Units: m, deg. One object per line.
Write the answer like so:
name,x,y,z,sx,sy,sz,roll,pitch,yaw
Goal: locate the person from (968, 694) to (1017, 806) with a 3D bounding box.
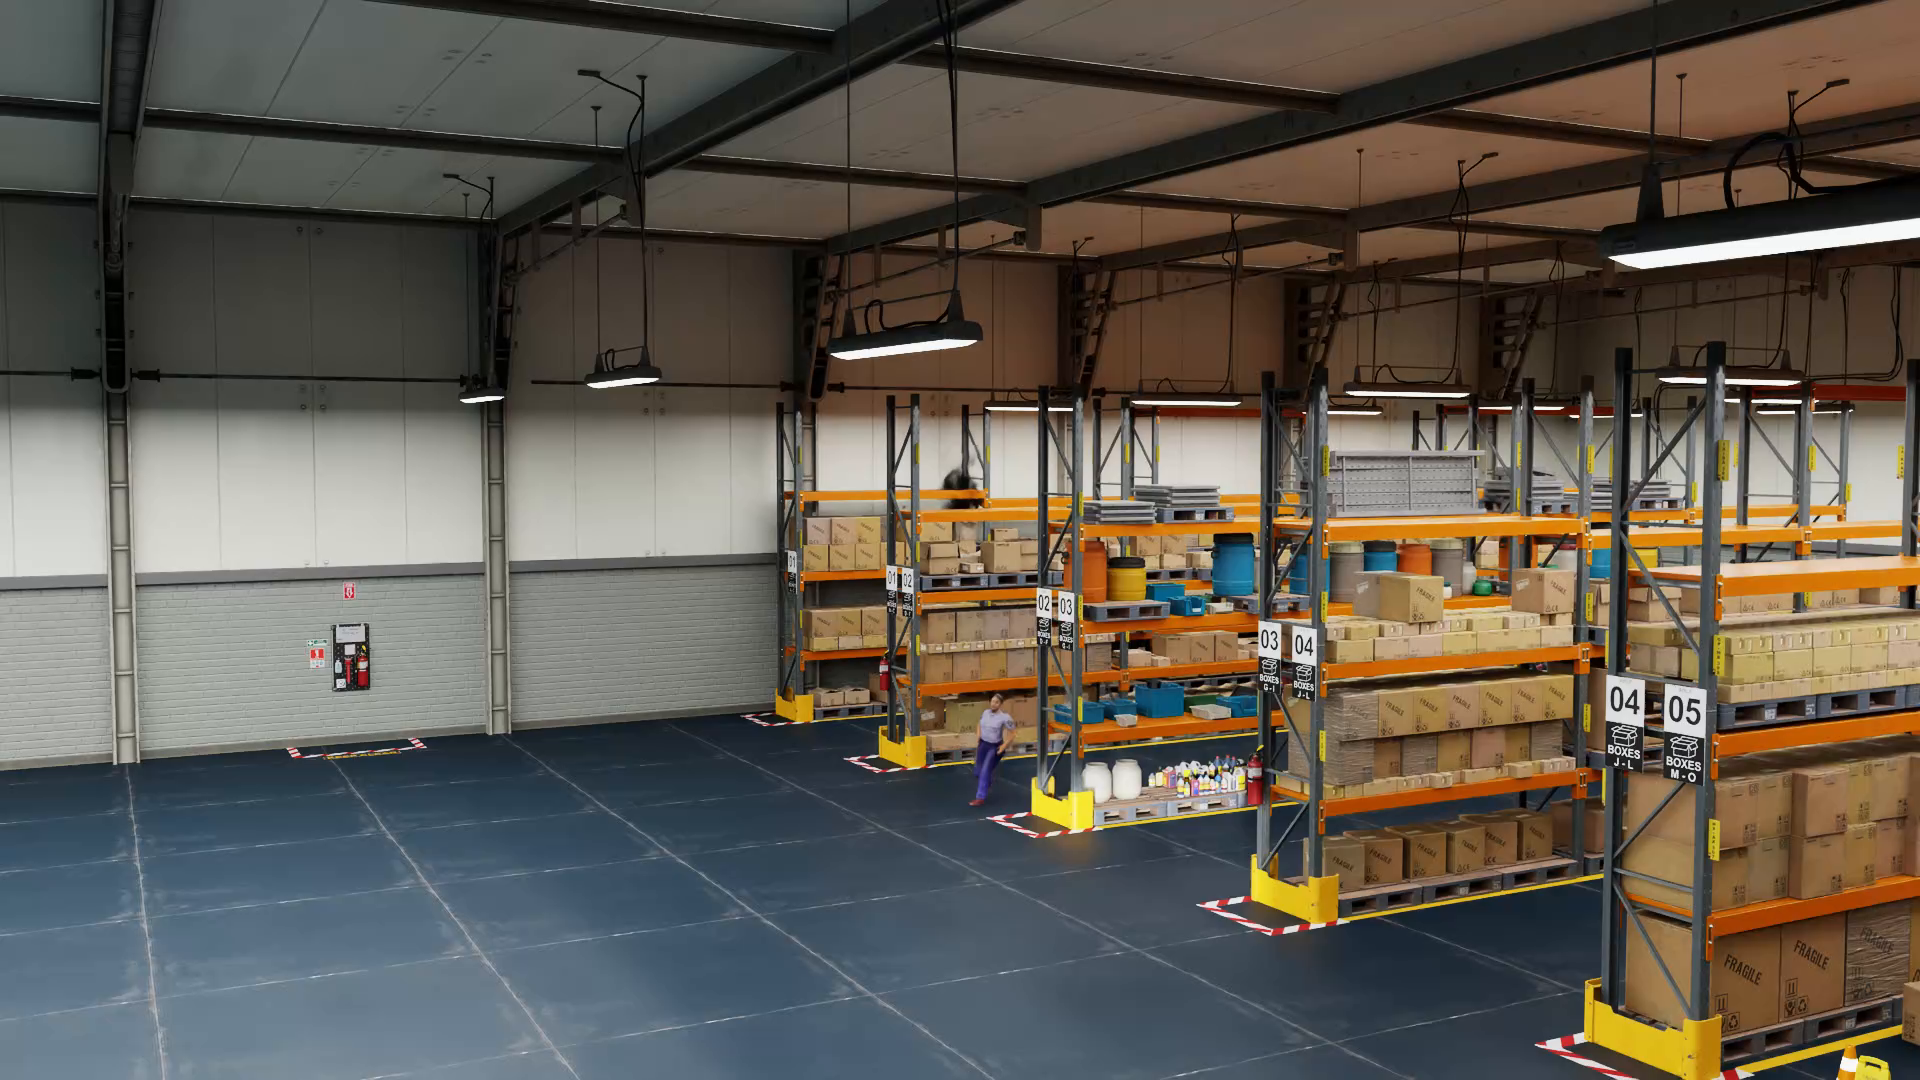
person,0.495,3.013,23.980,0.693,1.607,0.676,2,4,32
